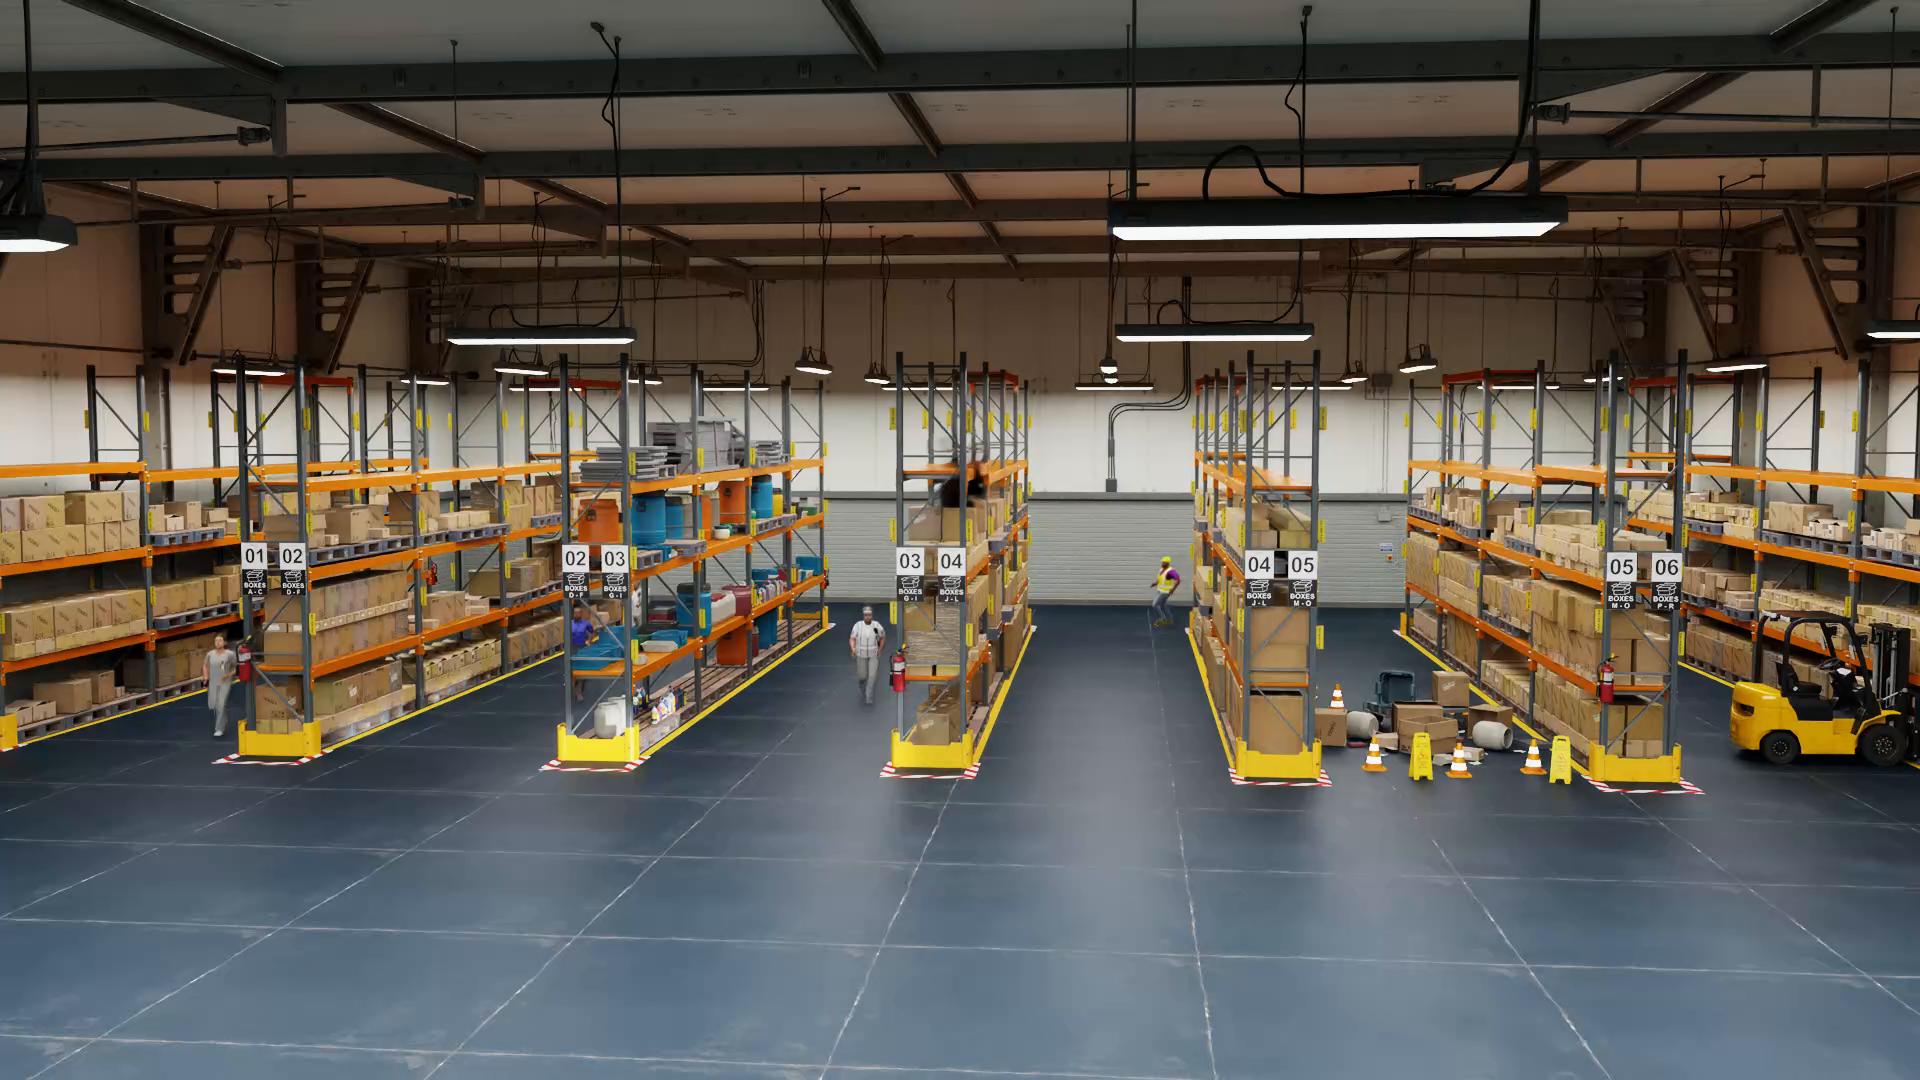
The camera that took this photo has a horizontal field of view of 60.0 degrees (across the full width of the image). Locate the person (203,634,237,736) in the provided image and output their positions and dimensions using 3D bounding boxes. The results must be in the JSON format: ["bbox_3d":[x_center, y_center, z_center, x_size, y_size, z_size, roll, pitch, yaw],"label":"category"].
[{"bbox_3d":[-11.807,2.306,26.581,0.580,1.616,0.597,-1,4,-8],"label":"person"}]

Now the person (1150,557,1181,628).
[{"bbox_3d":[4.979,1.279,40.413,0.644,1.776,0.761,-1,4,-15],"label":"person"}]

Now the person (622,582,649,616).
[{"bbox_3d":[-7.001,1.649,35.831,0.619,1.606,0.862,0,4,-1],"label":"person"}]

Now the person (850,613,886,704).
[{"bbox_3d":[-1.644,2.058,29.755,0.650,1.680,0.652,0,4,-4],"label":"person"}]

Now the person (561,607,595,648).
[{"bbox_3d":[-6.854,1.597,29.796,0.581,0.790,0.580,-1,4,-8],"label":"person"}]
